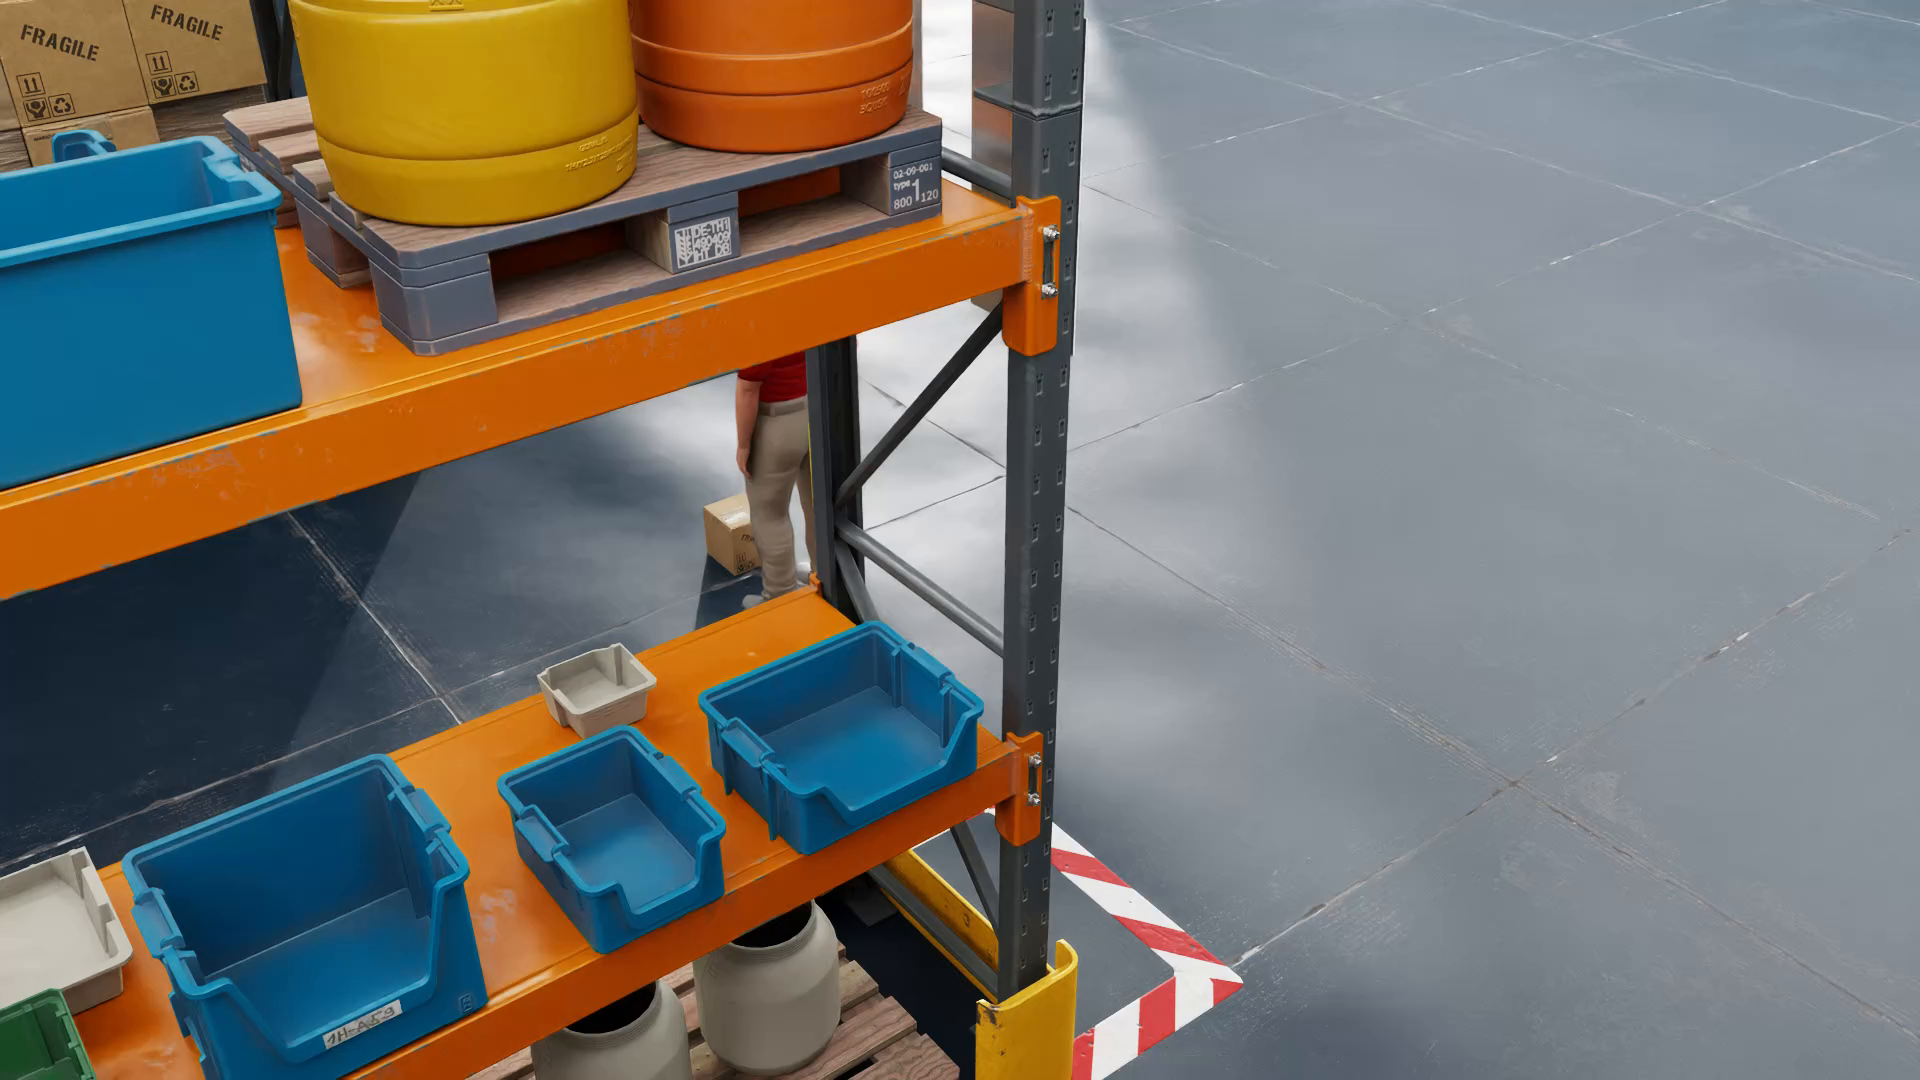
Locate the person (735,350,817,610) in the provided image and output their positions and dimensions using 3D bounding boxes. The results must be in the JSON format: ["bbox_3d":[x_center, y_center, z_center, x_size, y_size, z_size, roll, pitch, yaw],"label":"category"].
[{"bbox_3d":[-0.713,-0.455,6.902,0.541,1.767,0.390,-21,38,-30],"label":"person"}]
